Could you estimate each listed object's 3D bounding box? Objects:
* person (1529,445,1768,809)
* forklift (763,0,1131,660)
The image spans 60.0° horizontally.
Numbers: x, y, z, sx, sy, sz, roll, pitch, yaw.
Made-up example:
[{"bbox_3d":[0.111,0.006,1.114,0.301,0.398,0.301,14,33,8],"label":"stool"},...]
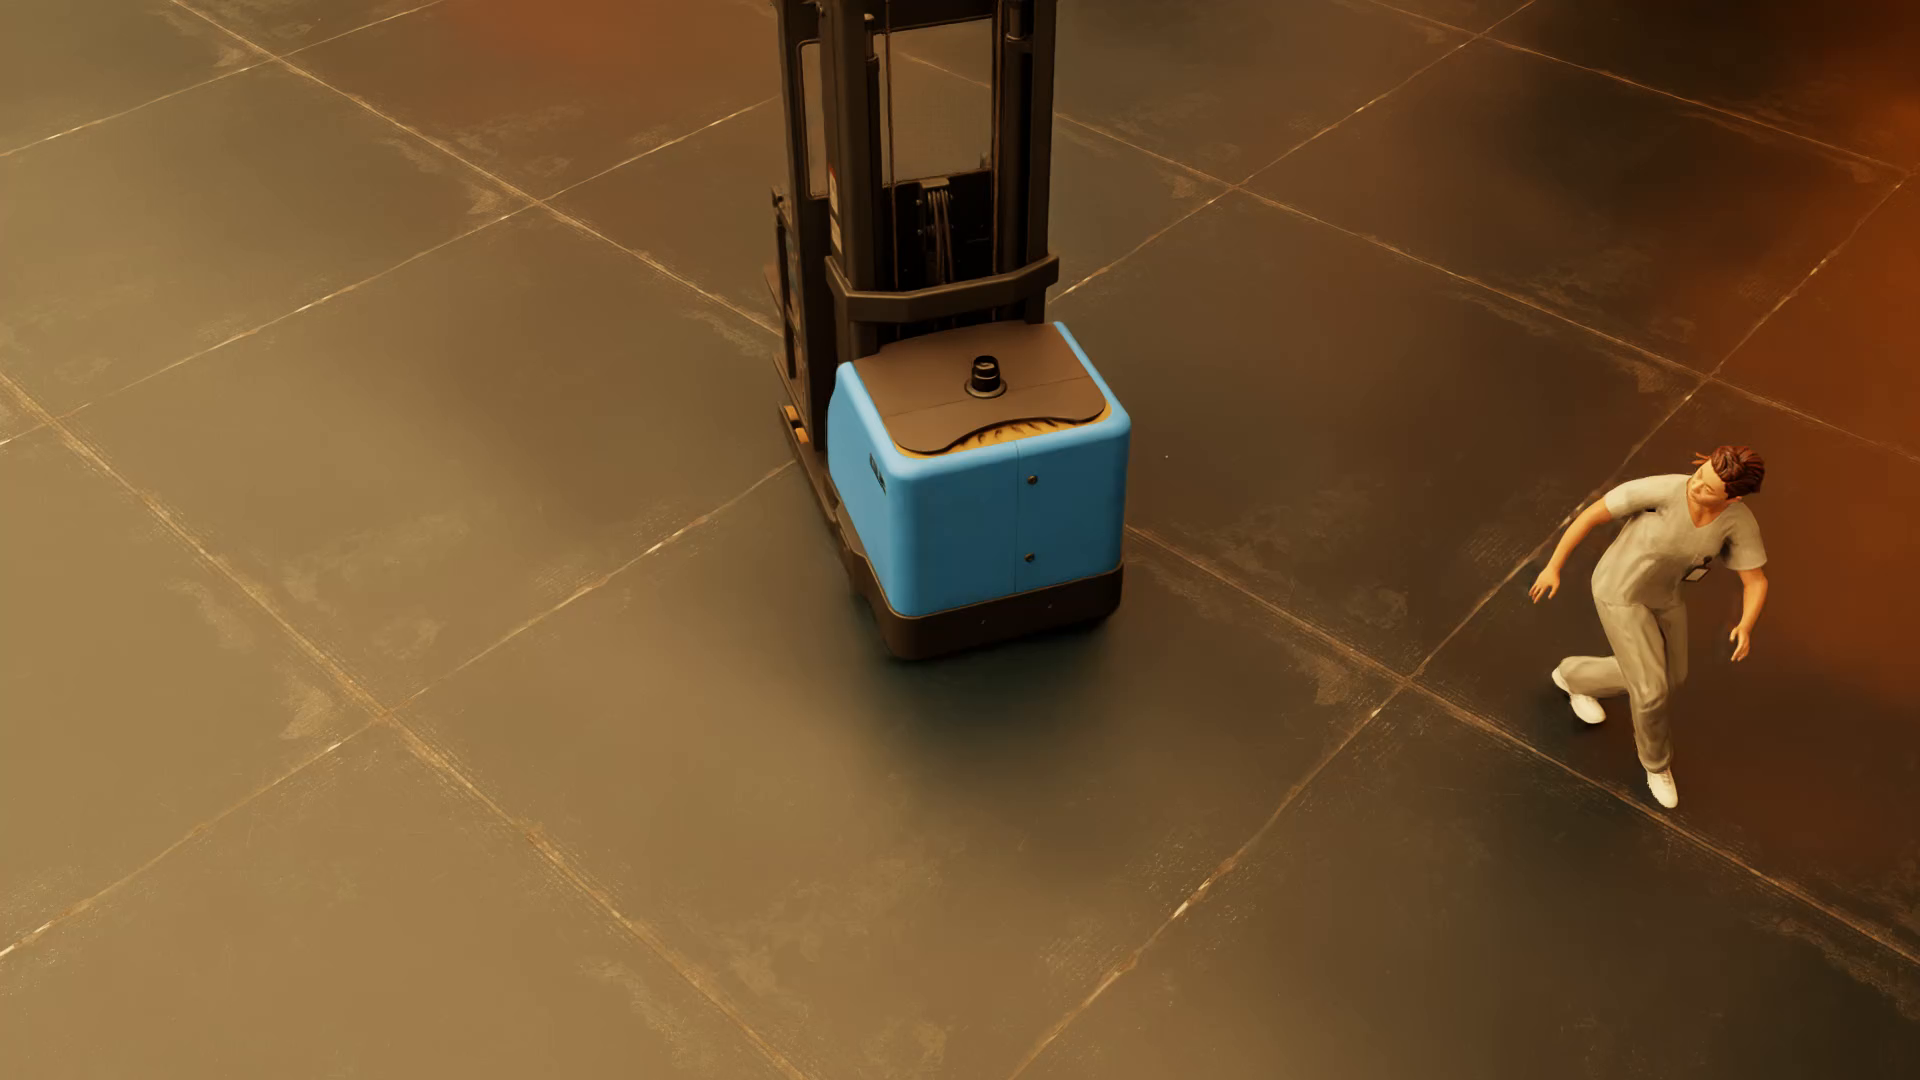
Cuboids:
[{"bbox_3d":[2.542,0.312,6.208,0.734,1.477,0.795,-7,41,-8],"label":"person"},{"bbox_3d":[-0.261,-1.577,7.266,1.130,2.935,3.031,-13,42,-14],"label":"forklift"}]
